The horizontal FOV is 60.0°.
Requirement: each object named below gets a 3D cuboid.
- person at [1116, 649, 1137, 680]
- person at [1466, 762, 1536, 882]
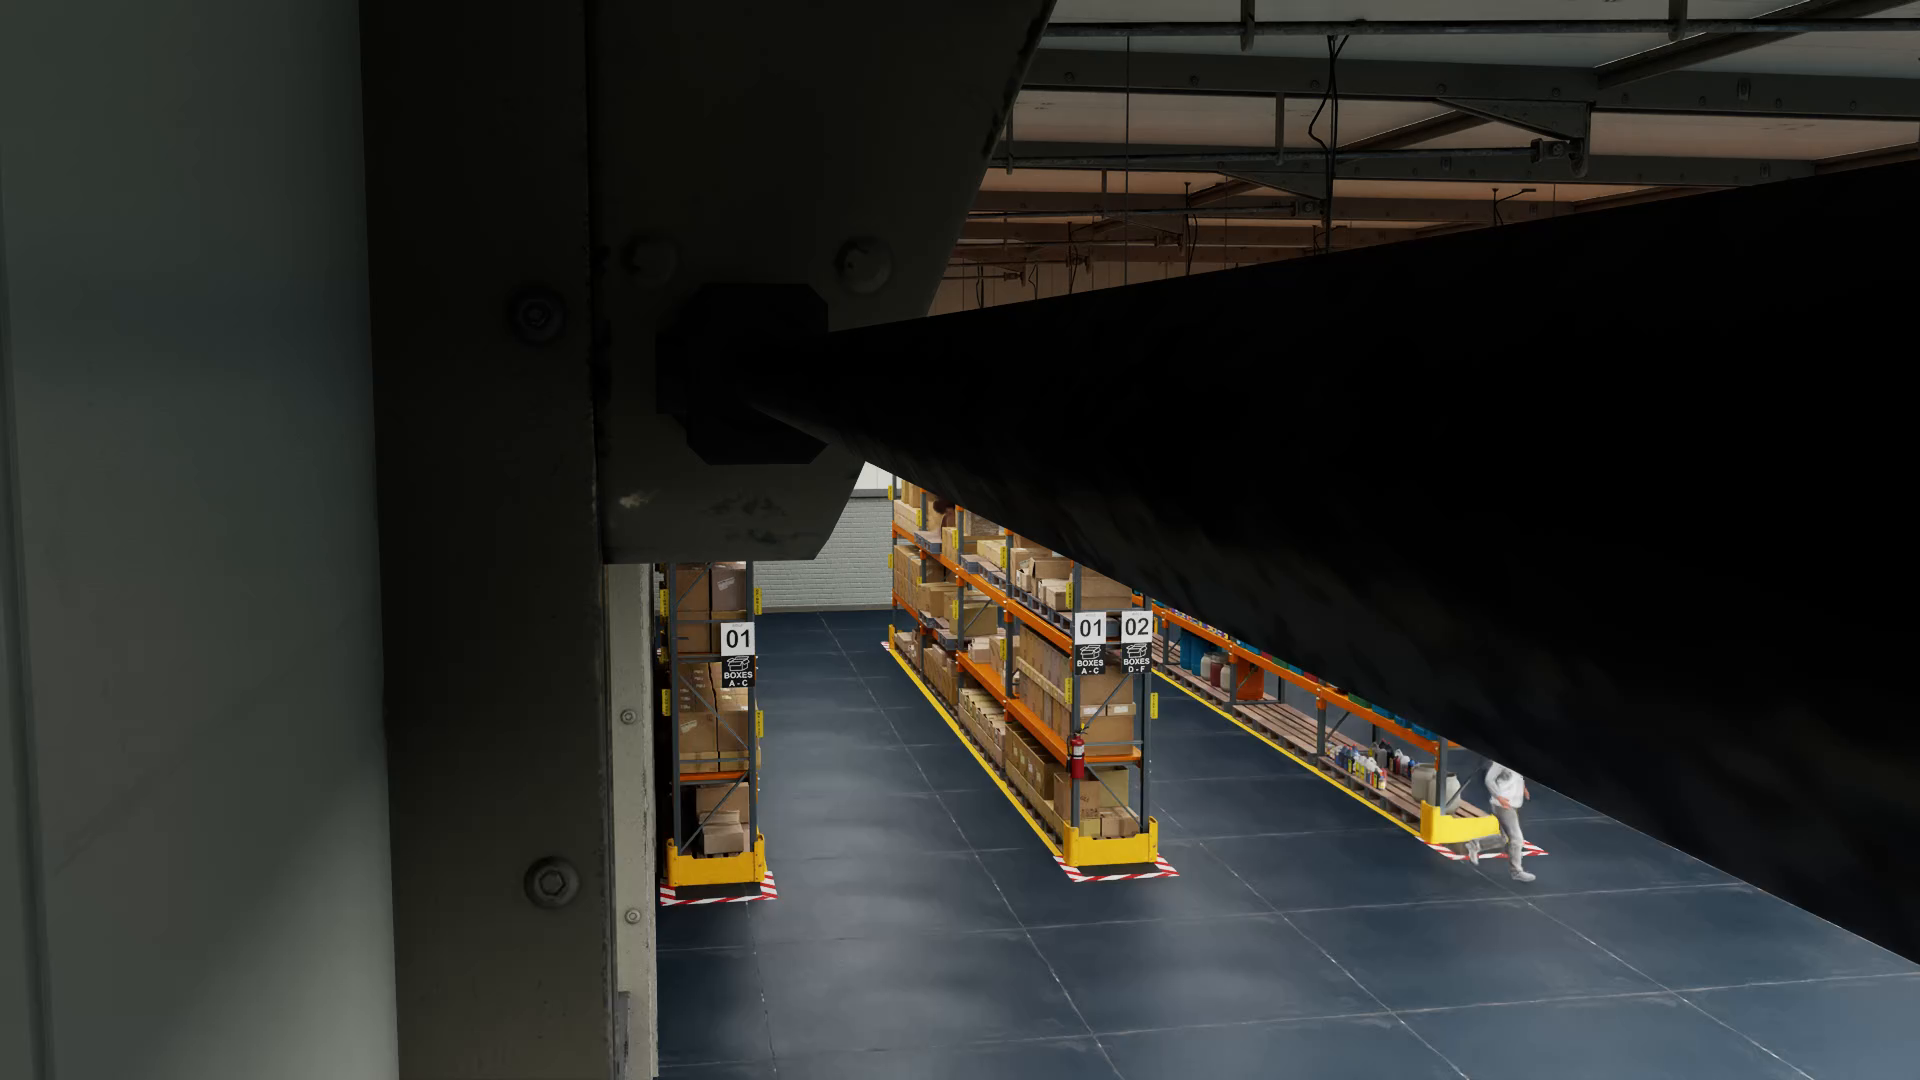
[{"bbox_3d":[2.980,2.010,29.761,0.566,1.657,0.555,-1,6,-10],"label":"person"},{"bbox_3d":[6.721,3.251,20.451,0.861,1.738,0.701,4,7,33],"label":"person"}]
